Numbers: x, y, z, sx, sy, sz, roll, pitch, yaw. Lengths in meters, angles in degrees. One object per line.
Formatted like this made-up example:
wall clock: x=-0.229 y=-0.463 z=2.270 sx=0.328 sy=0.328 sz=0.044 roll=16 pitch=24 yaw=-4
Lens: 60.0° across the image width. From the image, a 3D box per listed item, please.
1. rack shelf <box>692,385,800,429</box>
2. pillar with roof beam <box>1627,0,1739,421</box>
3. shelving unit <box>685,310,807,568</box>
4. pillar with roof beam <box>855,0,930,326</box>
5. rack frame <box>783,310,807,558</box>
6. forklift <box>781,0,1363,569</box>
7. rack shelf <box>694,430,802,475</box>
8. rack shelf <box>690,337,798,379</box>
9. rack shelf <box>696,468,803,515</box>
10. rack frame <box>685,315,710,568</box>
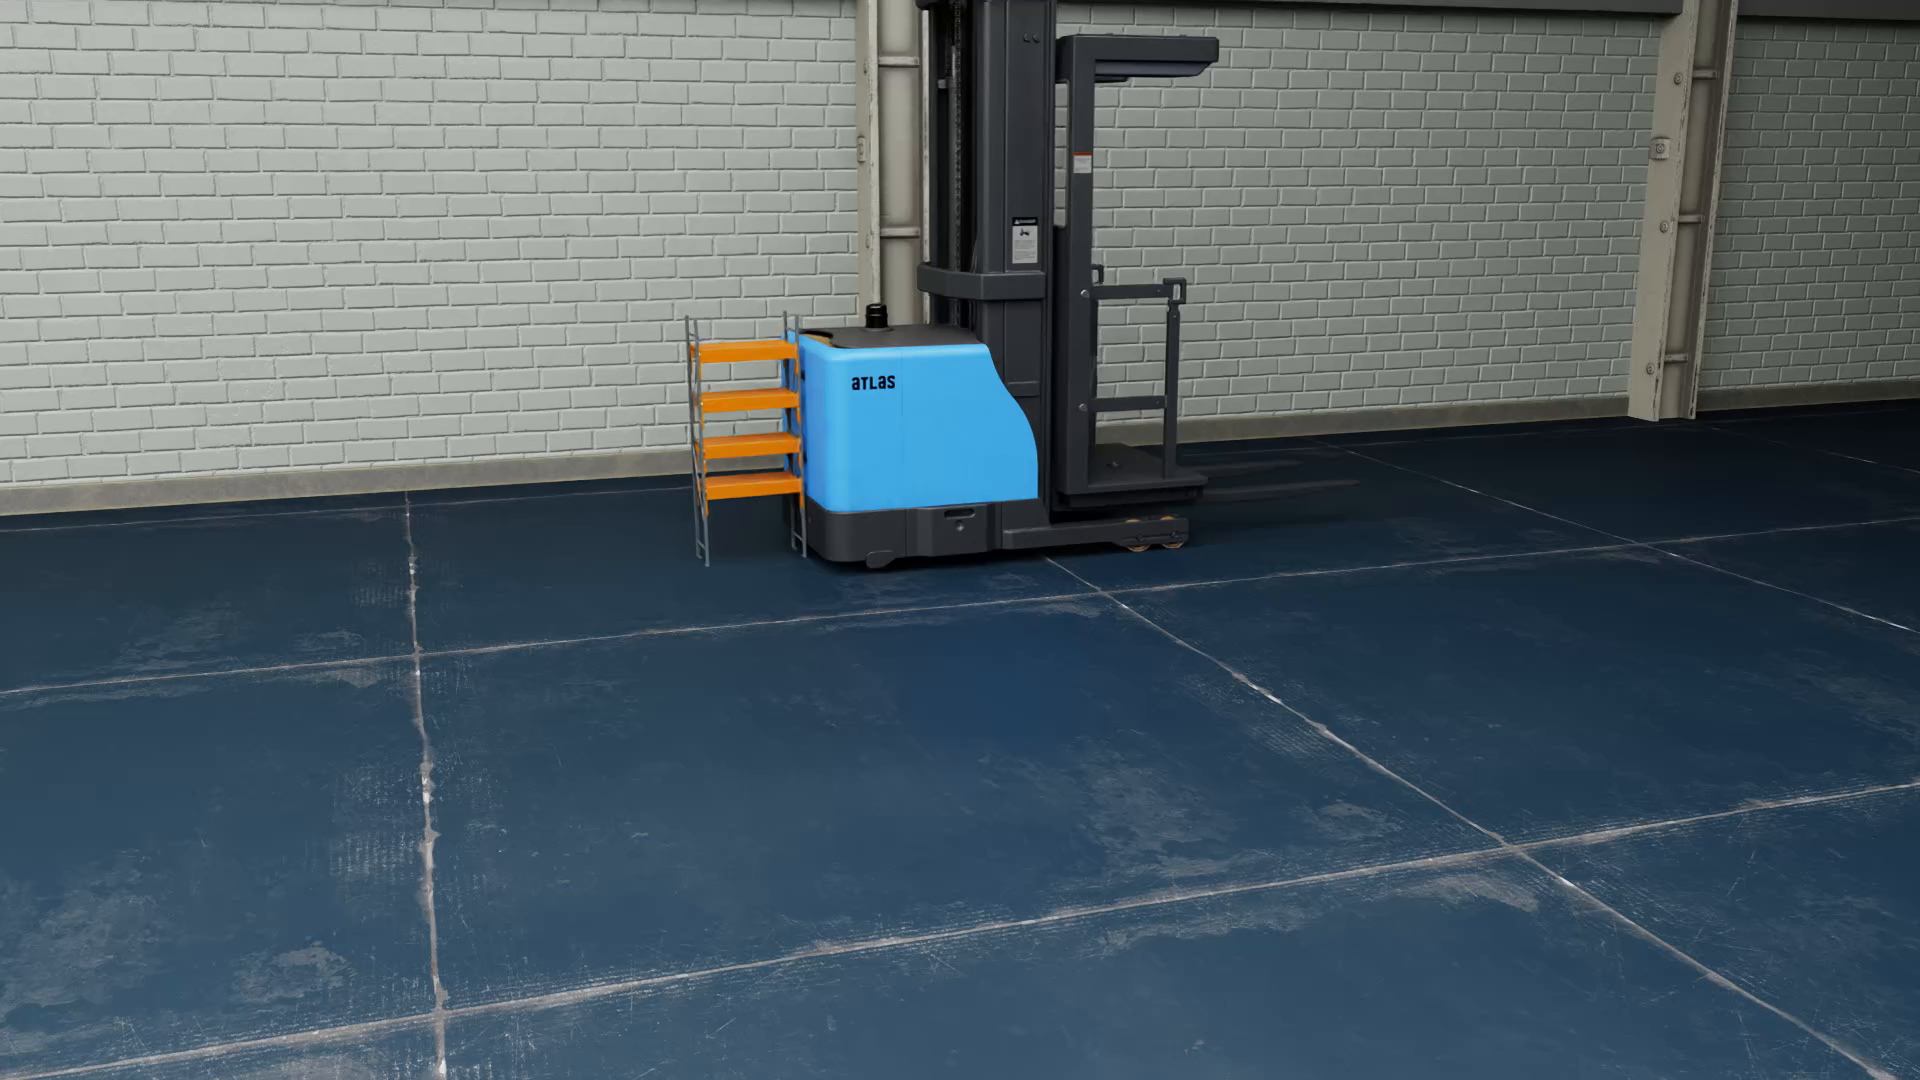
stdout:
rack shelf: x=-1.045 y=-0.650 z=8.093 sx=0.480 sy=0.148 sz=0.258 roll=-6 pitch=14 yaw=-20
pillar with roof beam: x=6.656 y=-4.363 z=7.539 sx=0.400 sy=9.000 sz=9.100 roll=-4 pitch=14 yaw=-18
shelving unit: x=-1.044 y=-0.498 z=8.130 sx=0.503 sy=1.200 sz=0.258 roll=-6 pitch=14 yaw=-20
pillar with roof beam: x=0.970 y=-3.920 z=5.677 sx=0.400 sy=9.000 sz=9.100 roll=-4 pitch=14 yaw=-18
rack frame: x=-0.815 y=-0.520 z=8.212 sx=0.015 sy=1.200 sz=0.240 roll=-6 pitch=14 yaw=-20
forklift: x=0.641 y=-1.474 z=8.508 sx=3.031 sy=2.935 sz=1.130 roll=-5 pitch=14 yaw=-19
rack shelf: x=-1.043 y=-0.433 z=8.146 sx=0.480 sy=0.148 sz=0.258 roll=-6 pitch=14 yaw=-20
rack shelf: x=-1.048 y=-0.880 z=8.038 sx=0.480 sy=0.148 sz=0.258 roll=-6 pitch=14 yaw=-20
rack shelf: x=-1.041 y=-0.240 z=8.193 sx=0.480 sy=0.148 sz=0.258 roll=-6 pitch=14 yaw=-20
rack frame: x=-1.273 y=-0.476 z=8.049 sx=0.015 sy=1.200 sz=0.240 roll=-6 pitch=14 yaw=-20
